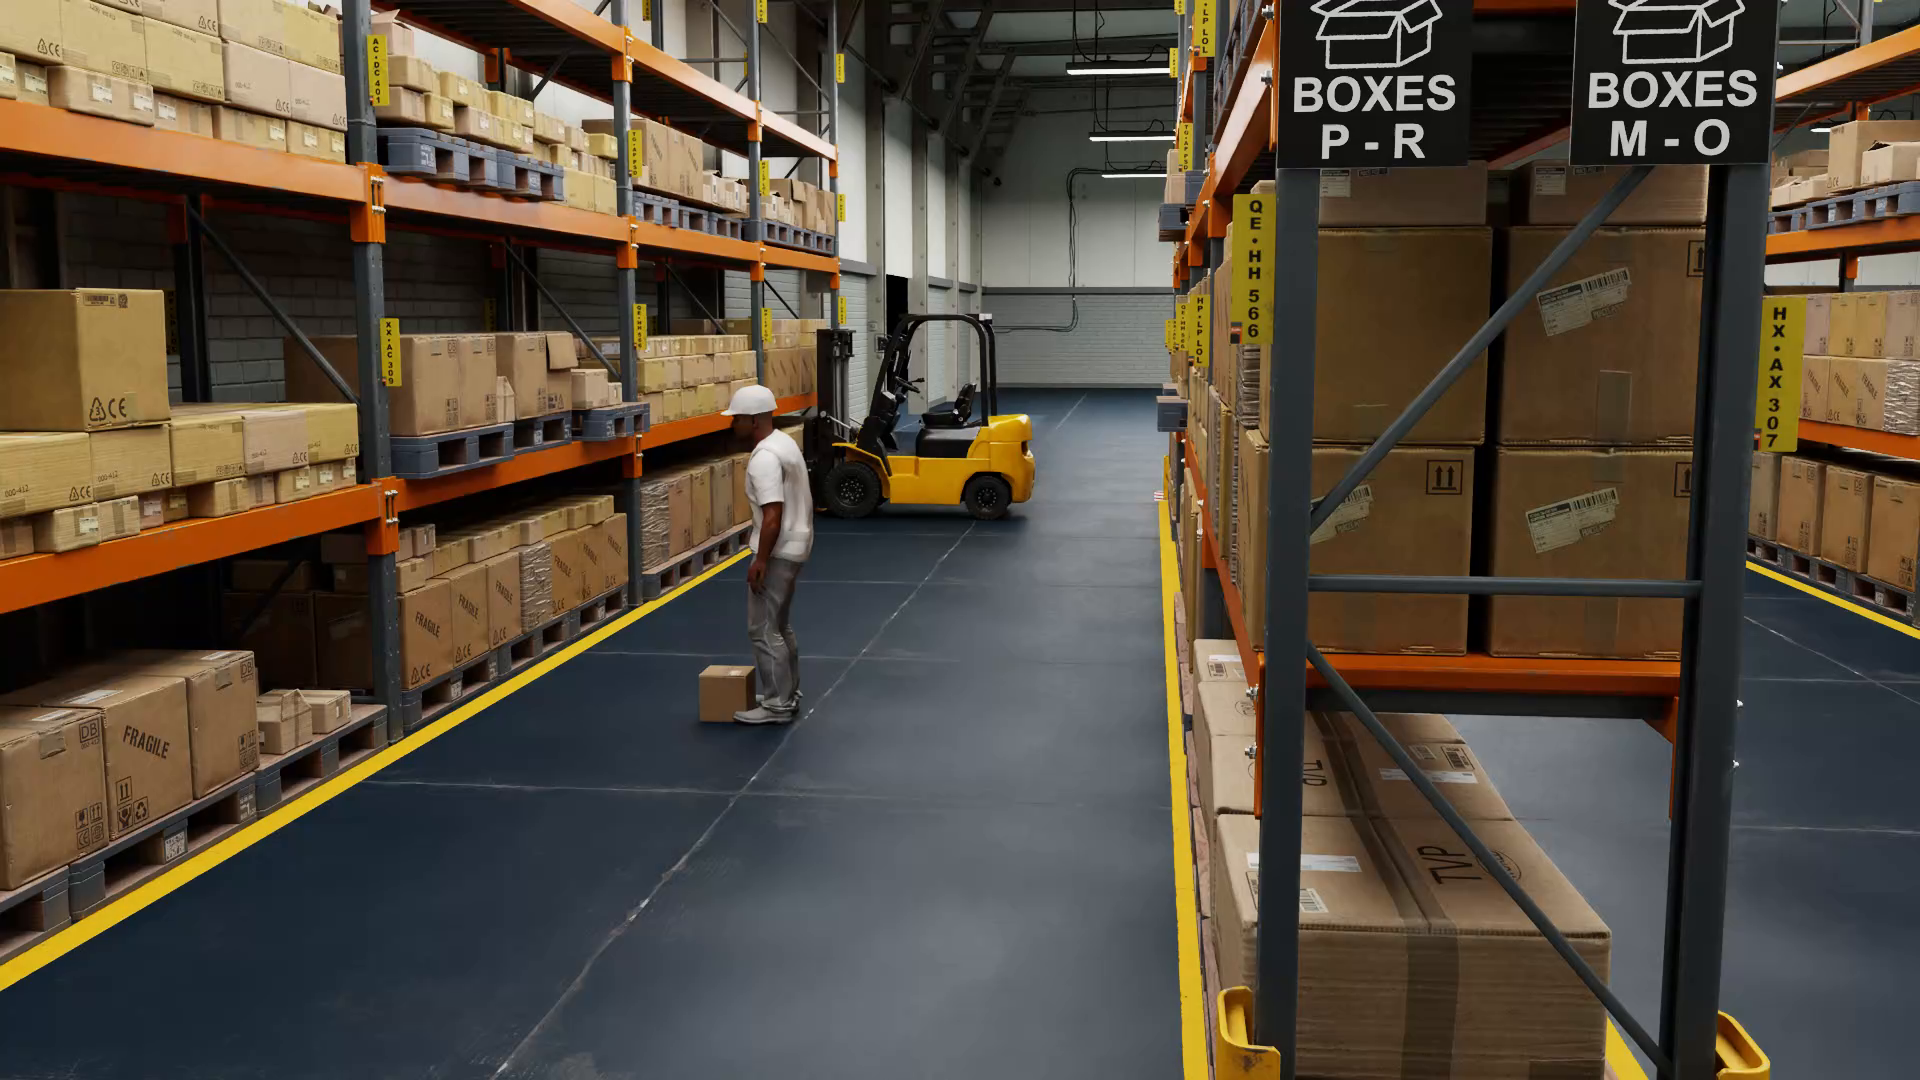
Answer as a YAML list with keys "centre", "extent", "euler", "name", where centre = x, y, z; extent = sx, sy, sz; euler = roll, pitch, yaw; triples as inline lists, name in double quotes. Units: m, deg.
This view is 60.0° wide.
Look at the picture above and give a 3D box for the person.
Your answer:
- centre: [-1.000, 0.071, 8.689]
  extent: [0.462, 1.759, 0.633]
  euler: [0, 8, 3]
  name: "person"
